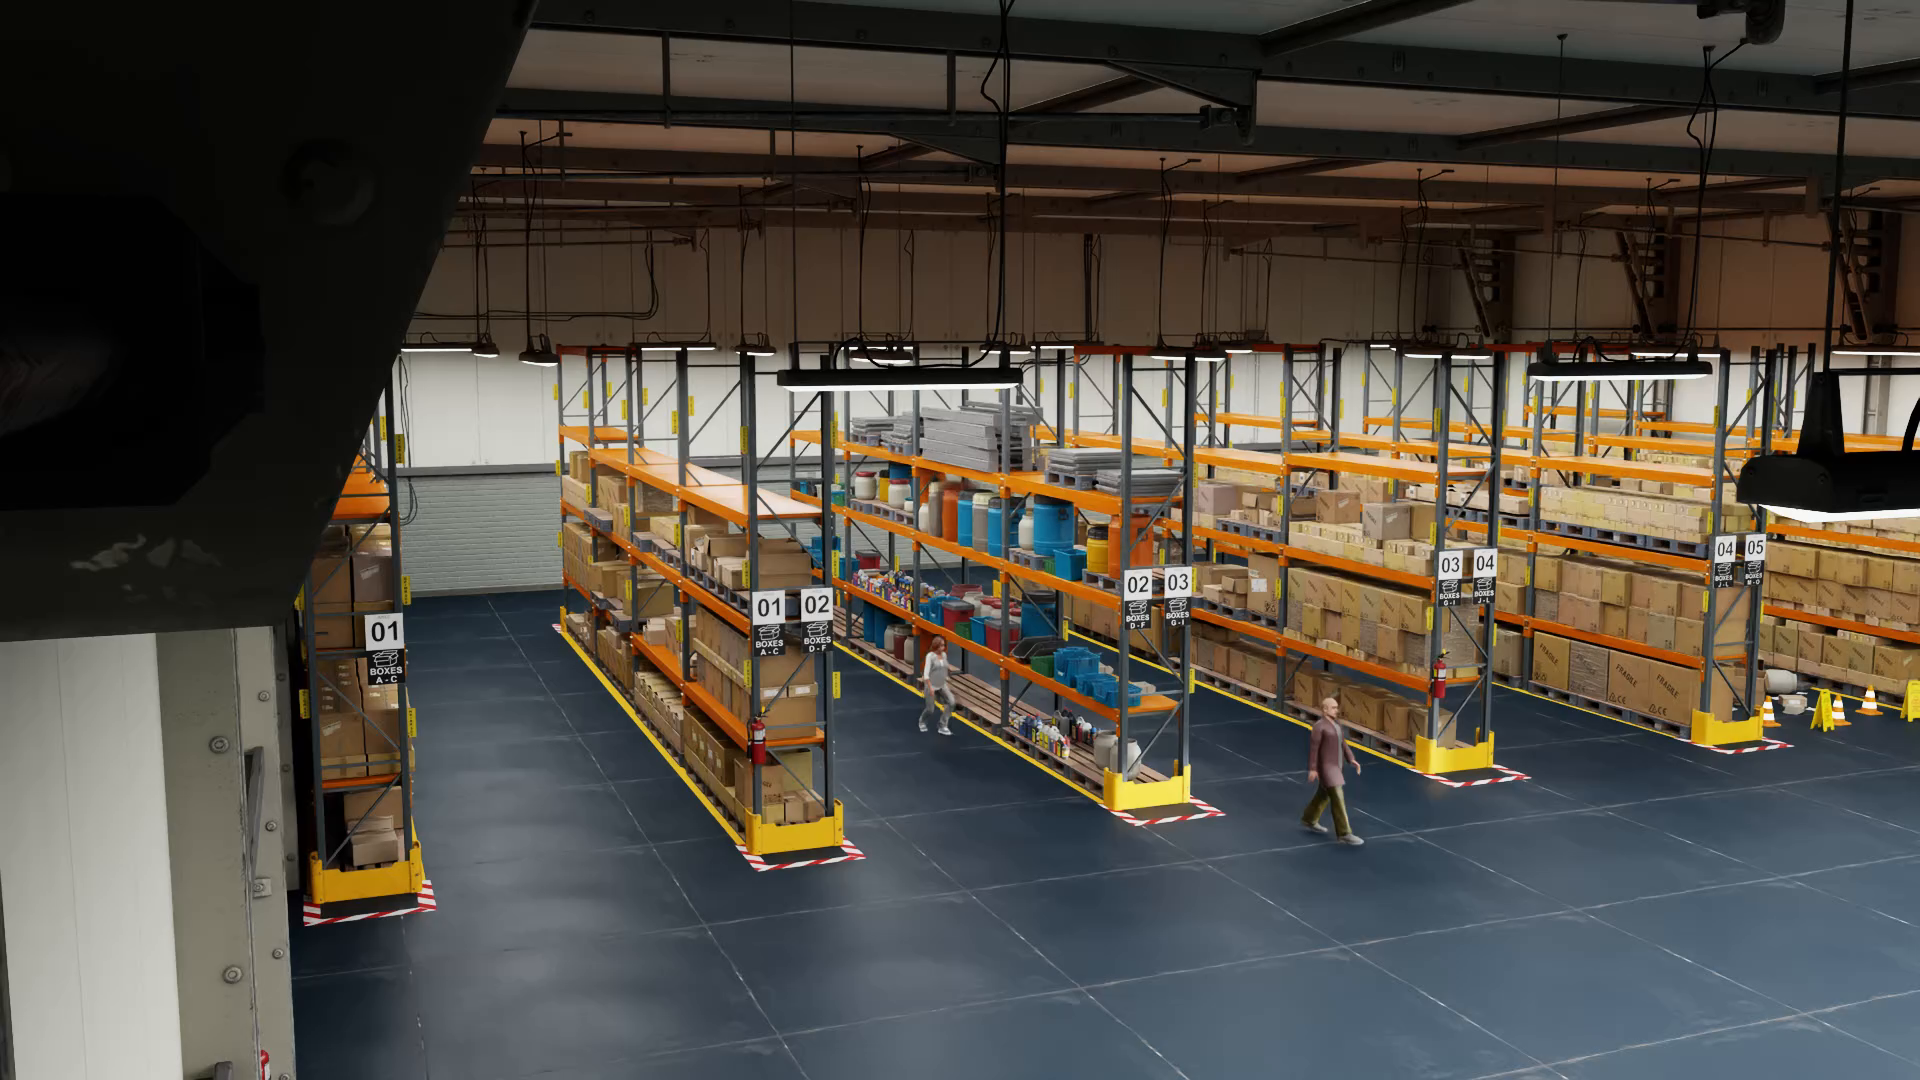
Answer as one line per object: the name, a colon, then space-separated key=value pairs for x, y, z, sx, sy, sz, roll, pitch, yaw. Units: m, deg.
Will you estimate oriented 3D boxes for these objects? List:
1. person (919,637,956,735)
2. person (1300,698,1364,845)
person: x=-0.328 y=2.186 z=24.998 sx=0.500 sy=1.460 sz=0.765 roll=-6 pitch=9 yaw=-38
person: x=4.668 y=2.835 z=20.649 sx=0.976 sy=1.746 sz=0.590 roll=5 pitch=9 yaw=36
